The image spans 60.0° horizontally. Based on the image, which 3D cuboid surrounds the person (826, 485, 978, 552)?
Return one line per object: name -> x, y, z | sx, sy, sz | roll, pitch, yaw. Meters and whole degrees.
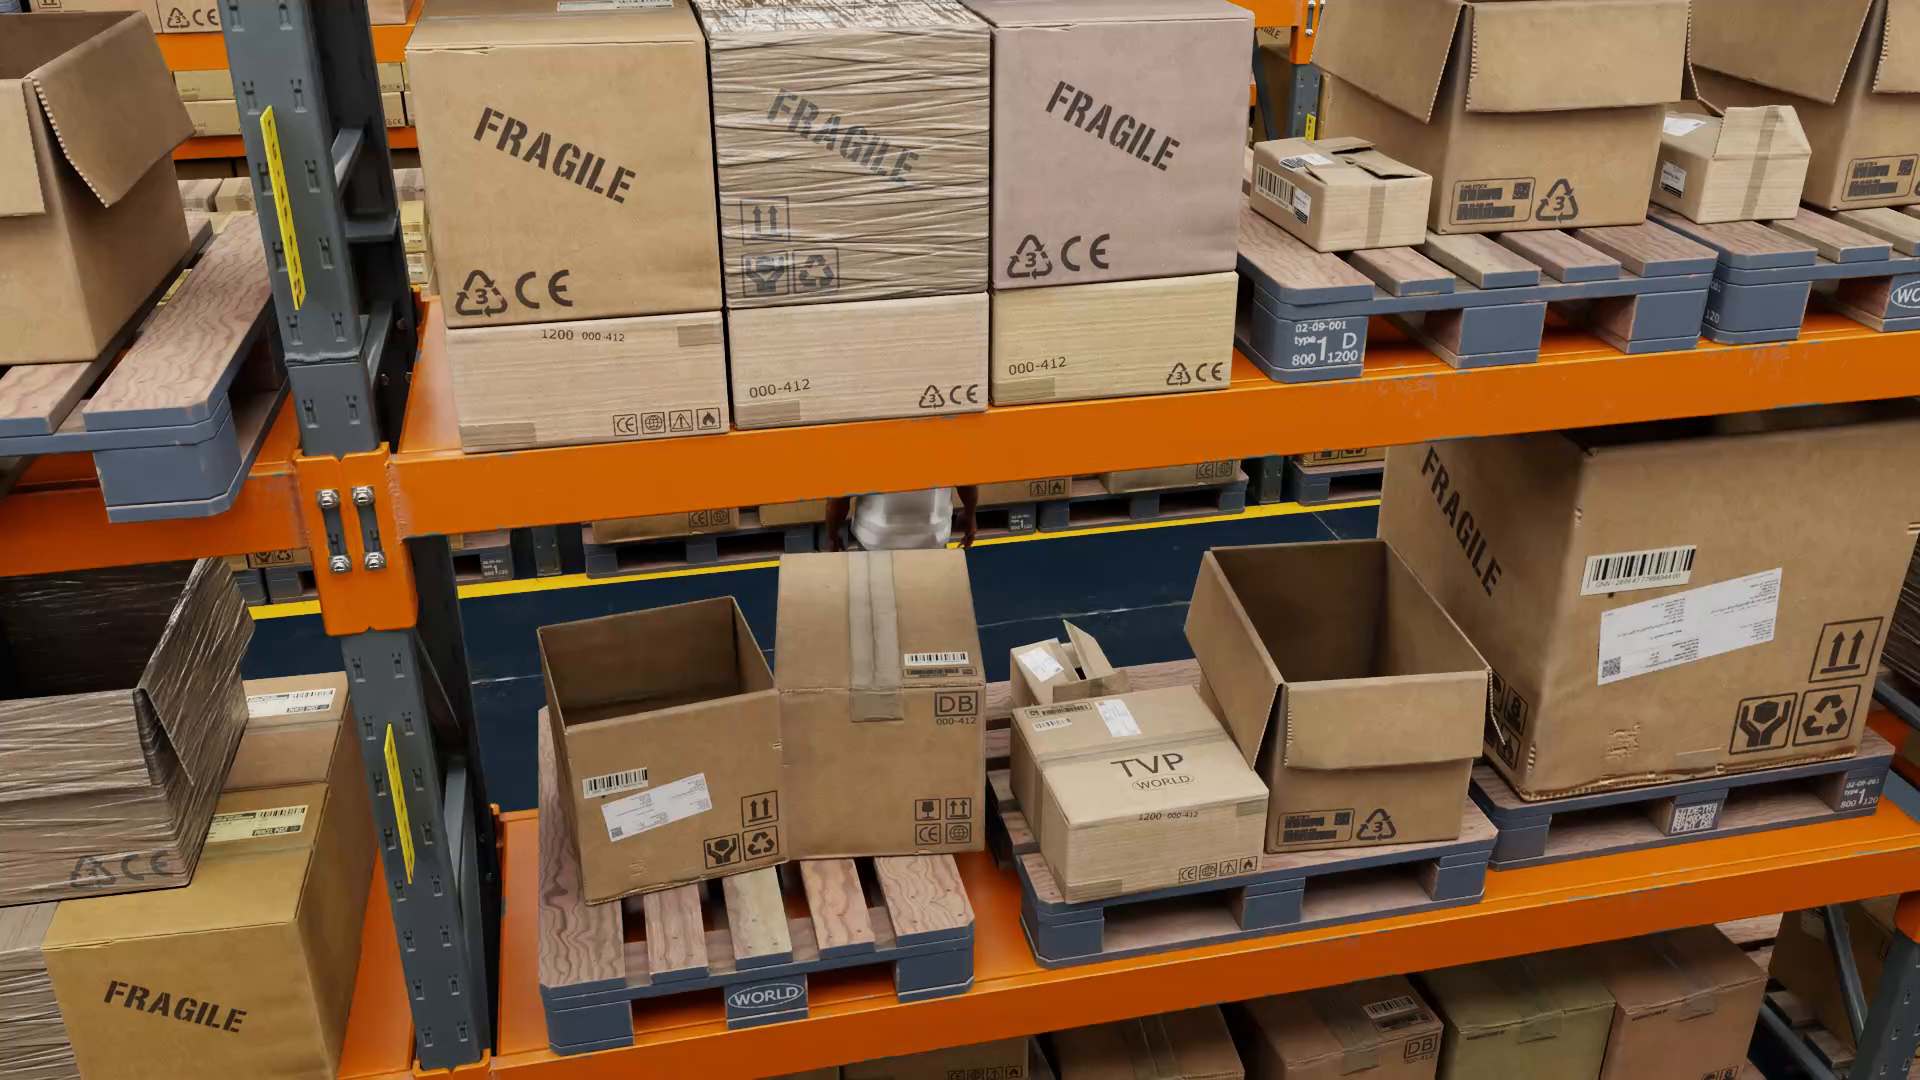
person -> -0.262, -0.065, 7.199 | 0.665, 1.768, 0.574 | -6, 27, -12
